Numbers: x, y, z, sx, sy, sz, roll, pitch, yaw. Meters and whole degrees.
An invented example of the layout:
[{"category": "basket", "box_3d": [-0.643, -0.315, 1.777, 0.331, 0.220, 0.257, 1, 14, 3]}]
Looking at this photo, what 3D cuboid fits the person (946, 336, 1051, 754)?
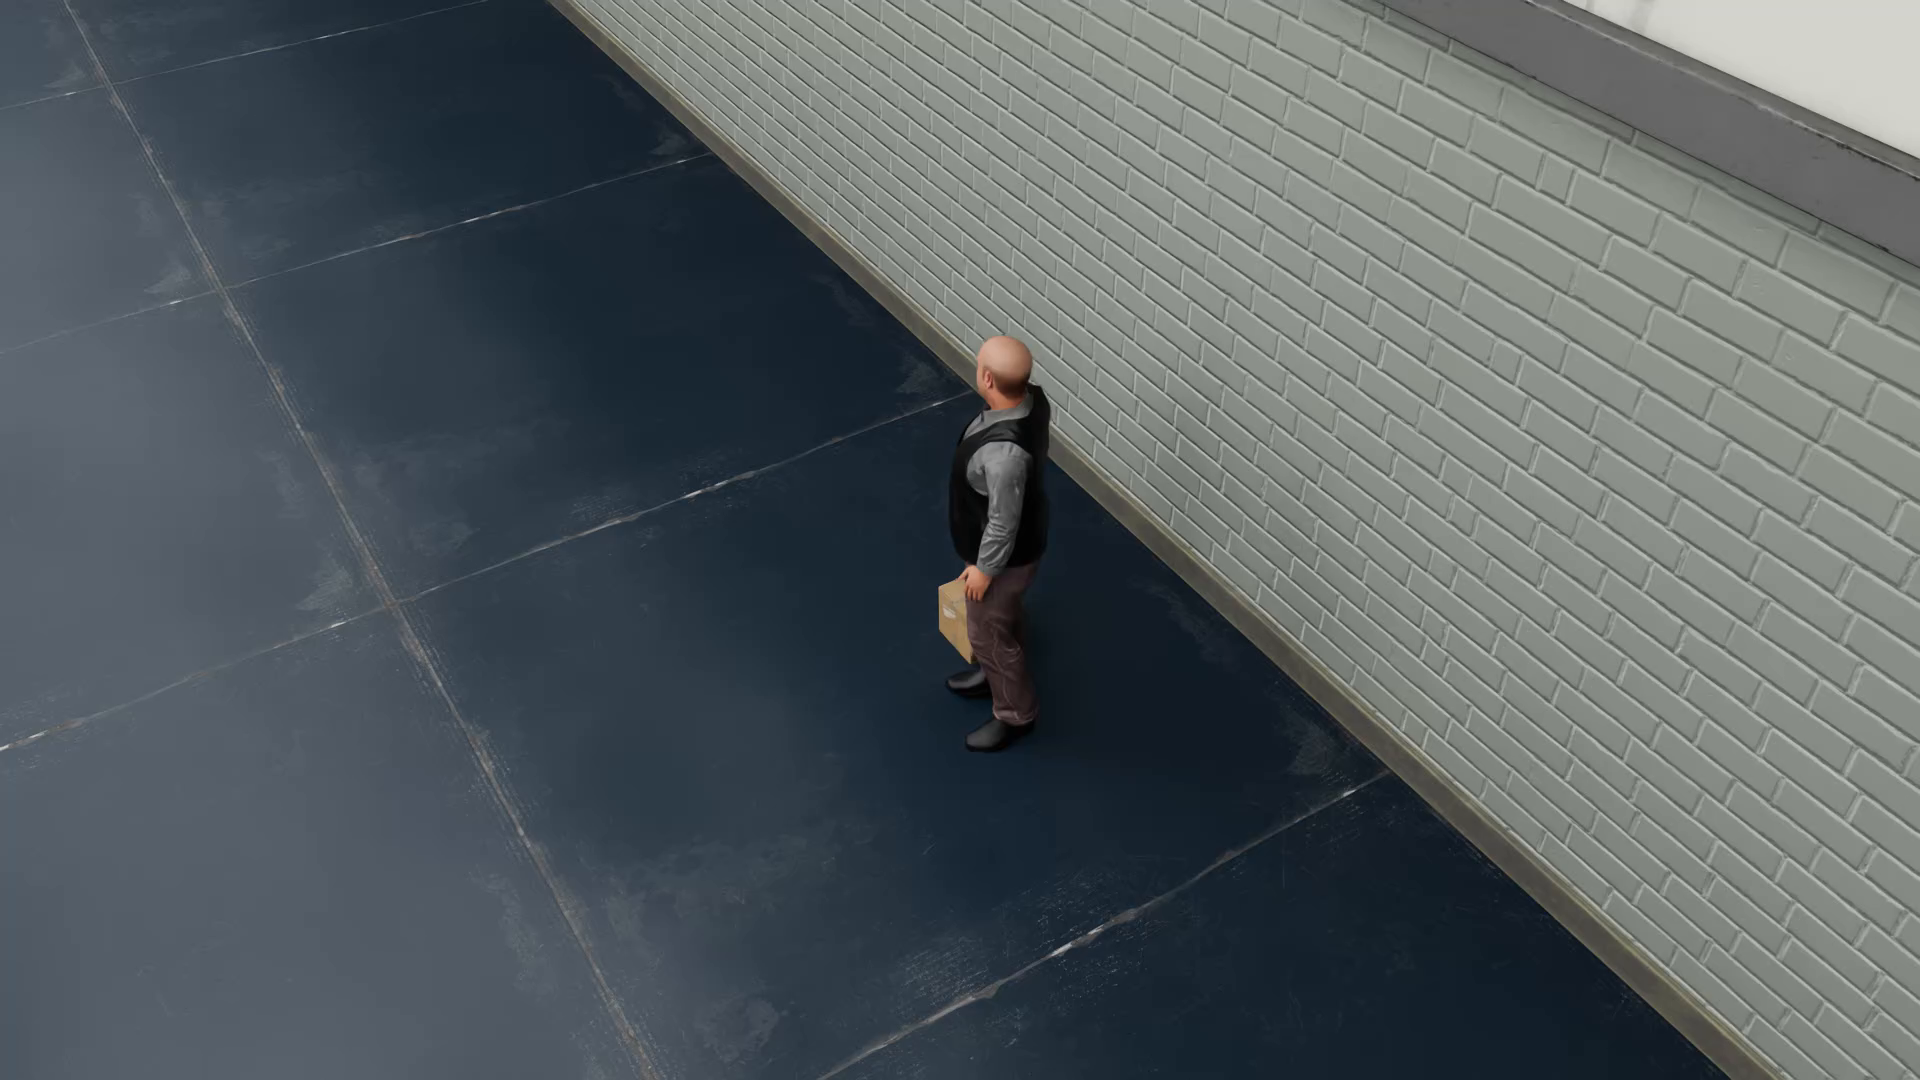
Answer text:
[{"category": "person", "box_3d": [0.131, 0.011, 6.151, 0.397, 1.750, 0.583, 6, 41, 7]}]
